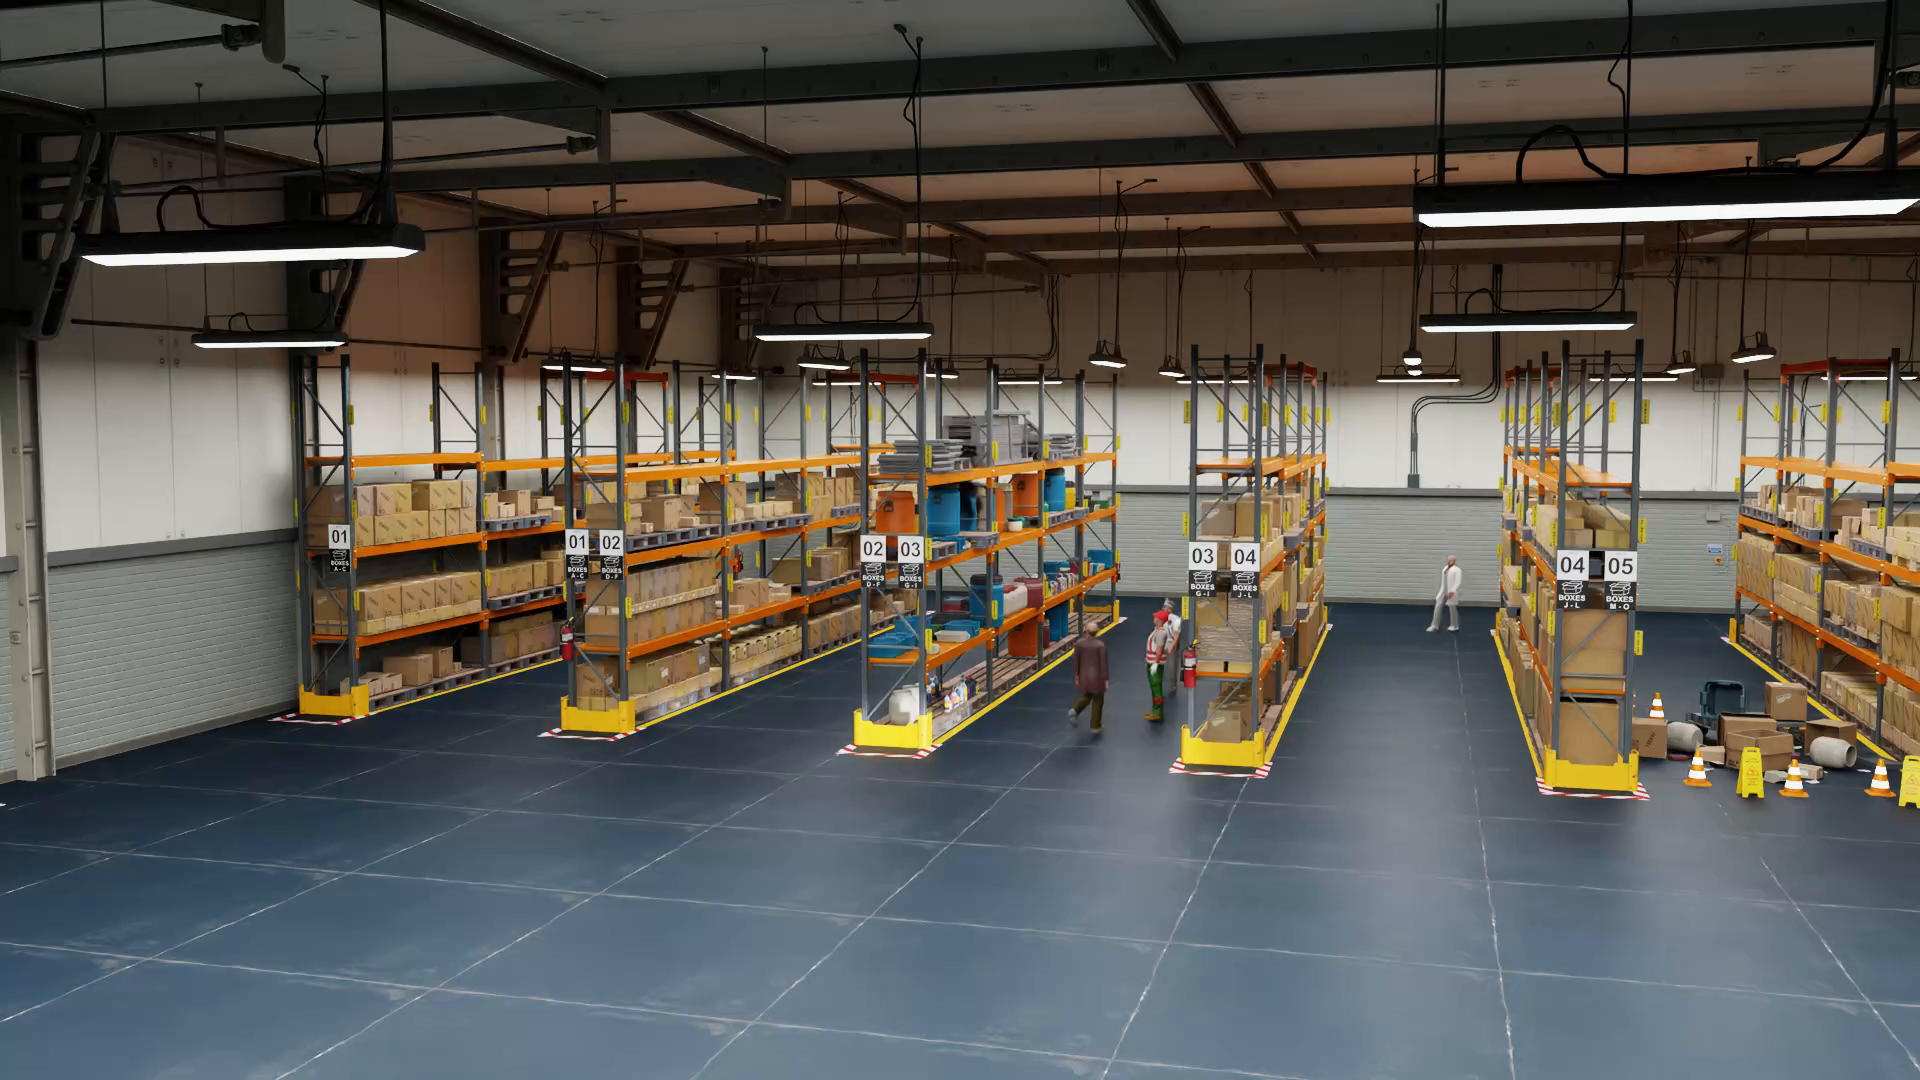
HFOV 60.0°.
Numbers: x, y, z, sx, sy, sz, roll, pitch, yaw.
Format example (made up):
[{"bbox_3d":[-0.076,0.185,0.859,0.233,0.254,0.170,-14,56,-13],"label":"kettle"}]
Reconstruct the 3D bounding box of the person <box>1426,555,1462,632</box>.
[{"bbox_3d":[11.209,1.234,38.216,0.950,1.750,0.606,-4,6,-43],"label":"person"}]

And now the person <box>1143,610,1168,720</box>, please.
[{"bbox_3d":[3.215,2.051,27.519,0.497,1.781,0.577,-1,4,-11],"label":"person"}]

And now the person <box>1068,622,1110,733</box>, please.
[{"bbox_3d":[2.031,2.158,26.054,0.591,1.758,0.792,4,6,45],"label":"person"}]

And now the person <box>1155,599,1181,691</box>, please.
[{"bbox_3d":[3.690,1.911,29.622,0.493,1.731,1.021,1,4,14],"label":"person"}]
